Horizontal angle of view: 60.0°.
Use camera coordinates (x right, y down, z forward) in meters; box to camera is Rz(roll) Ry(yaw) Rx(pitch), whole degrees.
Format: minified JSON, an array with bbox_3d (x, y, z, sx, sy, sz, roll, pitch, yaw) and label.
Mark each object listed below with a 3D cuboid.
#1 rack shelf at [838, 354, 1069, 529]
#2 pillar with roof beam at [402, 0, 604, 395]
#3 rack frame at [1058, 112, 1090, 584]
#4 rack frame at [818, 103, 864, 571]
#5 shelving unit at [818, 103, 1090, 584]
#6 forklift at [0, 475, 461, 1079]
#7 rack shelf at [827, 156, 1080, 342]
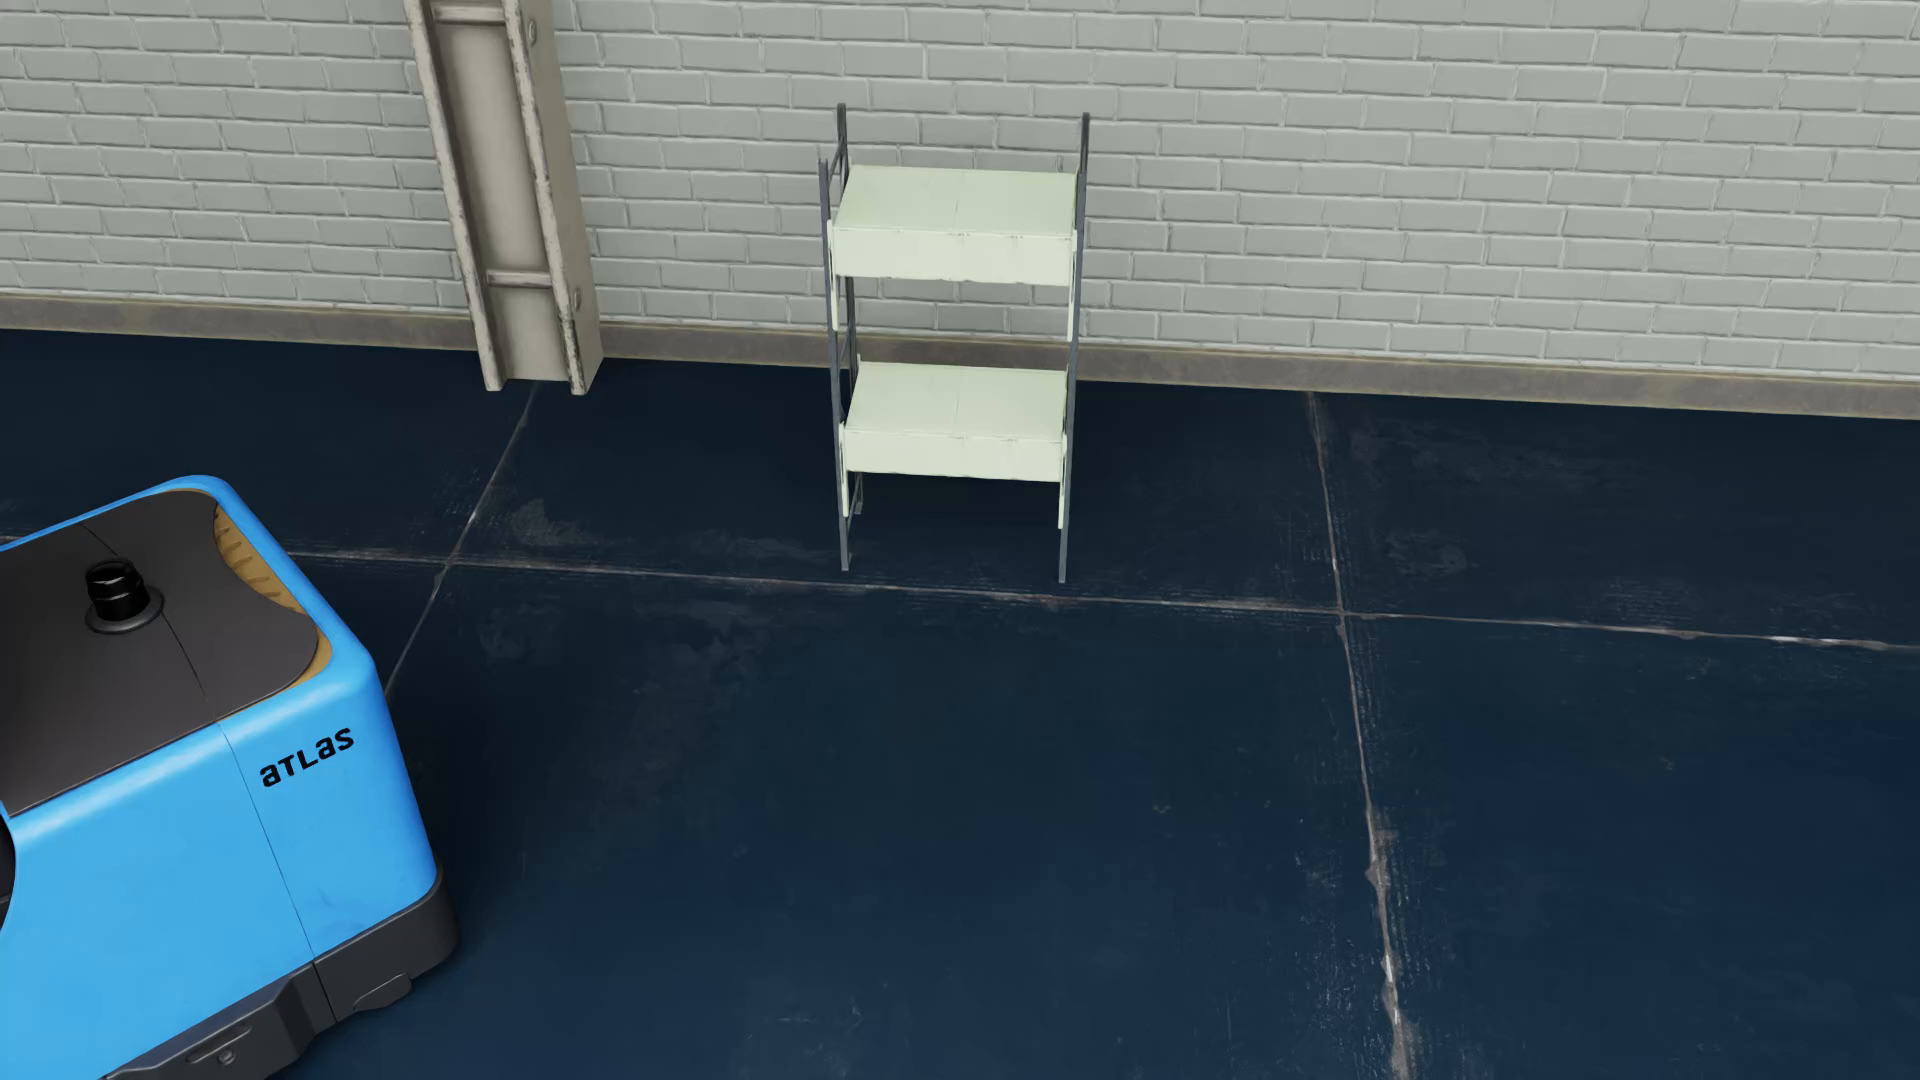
[{"bbox_3d":[-0.007,-0.329,5.483,0.720,0.370,0.431,3,39,4],"label":"rack shelf"},{"bbox_3d":[-2.005,-1.451,0.404,0.400,9.000,9.100,3,39,4],"label":"pillar with roof beam"},{"bbox_3d":[0.358,-0.562,5.252,0.023,1.500,0.400,3,39,4],"label":"rack frame"},{"bbox_3d":[-0.371,-0.602,5.301,0.023,1.500,0.400,3,39,4],"label":"rack frame"},{"bbox_3d":[-0.007,-0.582,5.277,0.755,1.500,0.431,3,39,4],"label":"shelving unit"},{"bbox_3d":[-2.762,0.335,3.017,3.031,2.935,1.130,-28,47,-30],"label":"forklift"},{"bbox_3d":[-0.007,-0.885,5.031,0.720,0.370,0.431,3,39,4],"label":"rack shelf"}]
